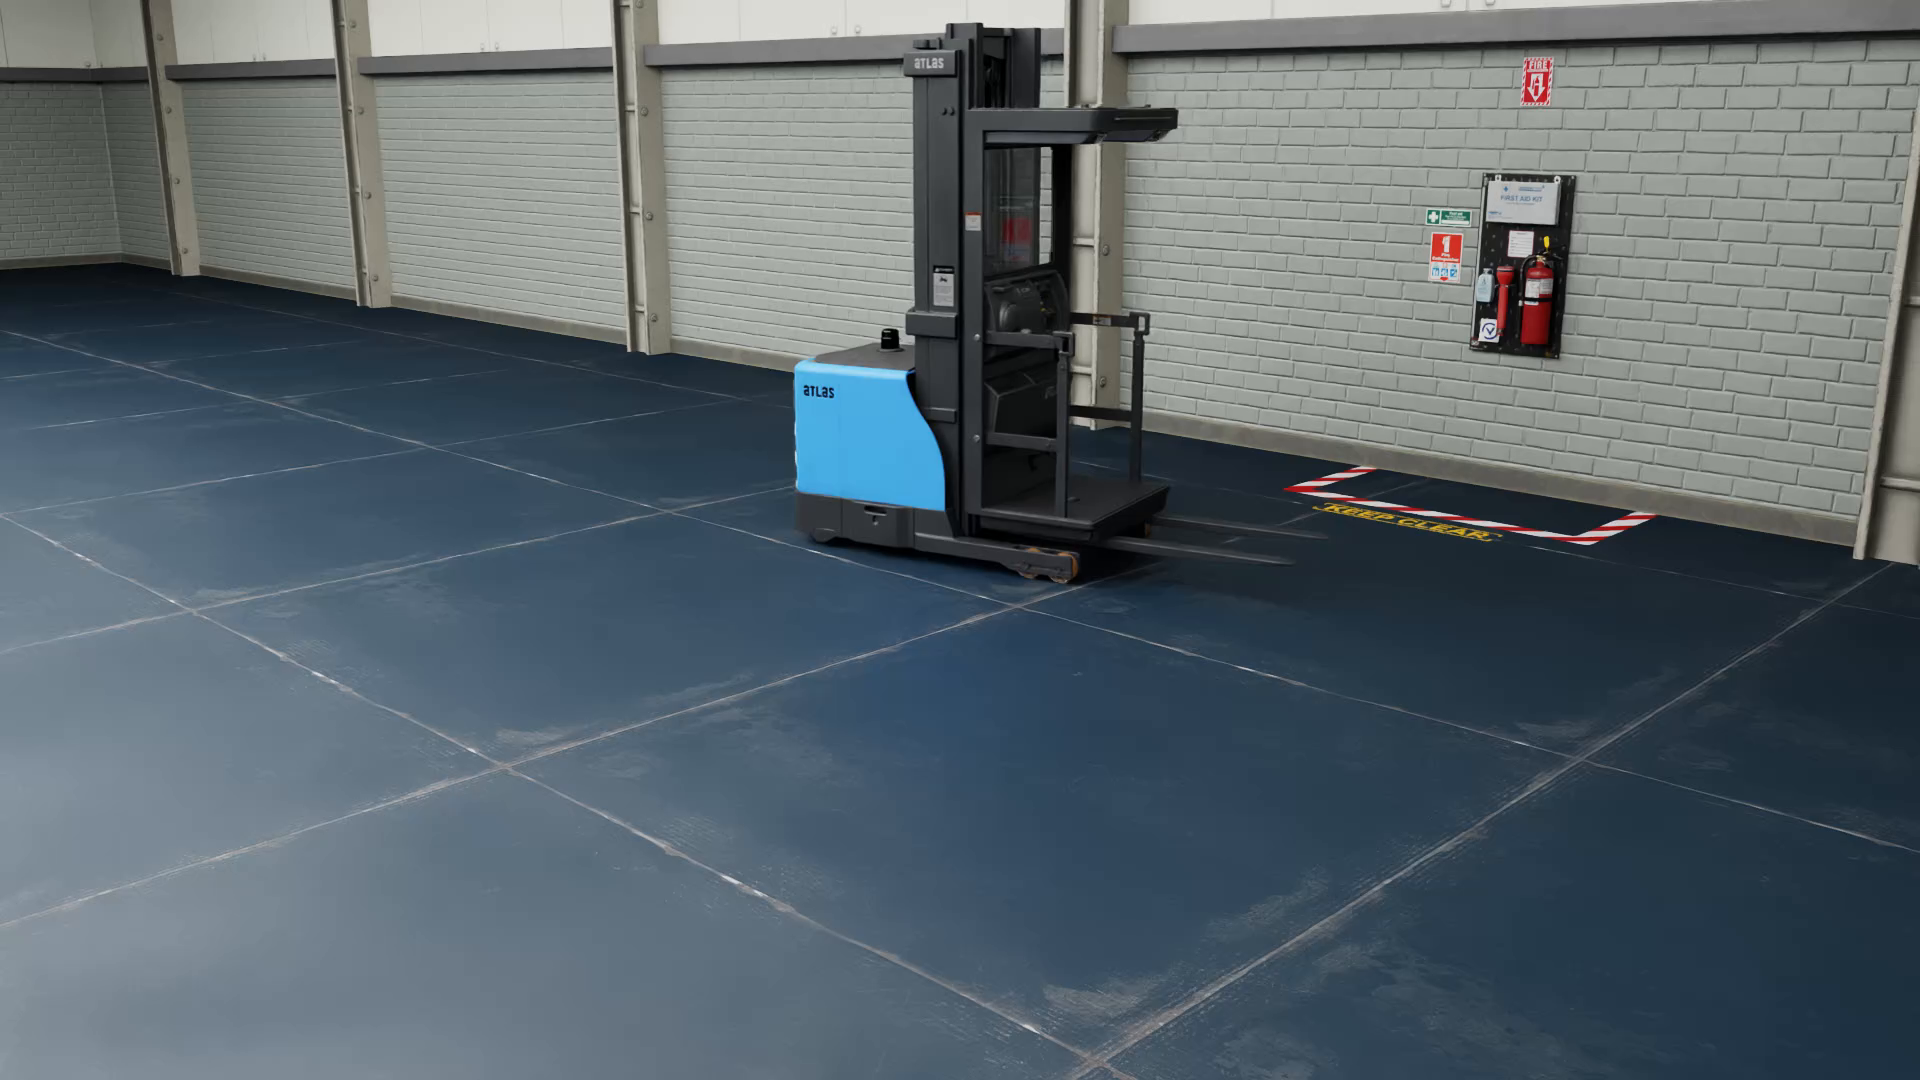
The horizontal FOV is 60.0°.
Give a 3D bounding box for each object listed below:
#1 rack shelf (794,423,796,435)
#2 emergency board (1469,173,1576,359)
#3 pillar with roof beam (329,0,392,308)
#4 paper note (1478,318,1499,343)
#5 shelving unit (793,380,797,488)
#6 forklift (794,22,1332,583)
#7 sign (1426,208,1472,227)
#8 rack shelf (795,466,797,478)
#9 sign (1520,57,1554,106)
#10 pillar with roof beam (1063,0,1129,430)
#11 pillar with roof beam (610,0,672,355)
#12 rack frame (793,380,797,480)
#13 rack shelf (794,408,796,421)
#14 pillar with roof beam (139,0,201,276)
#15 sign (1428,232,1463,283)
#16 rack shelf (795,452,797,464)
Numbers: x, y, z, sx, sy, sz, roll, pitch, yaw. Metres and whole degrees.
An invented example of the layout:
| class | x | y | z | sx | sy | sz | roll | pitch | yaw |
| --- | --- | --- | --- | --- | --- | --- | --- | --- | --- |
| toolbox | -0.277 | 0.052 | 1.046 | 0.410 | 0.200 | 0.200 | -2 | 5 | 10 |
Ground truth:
| class | x | y | z | sx | sy | sz | roll | pitch | yaw |
| --- | --- | --- | --- | --- | --- | --- | --- | --- | --- |
| rack shelf | -0.864 | -0.694 | 10.227 | 0.200 | 0.077 | 0.258 | 8 | 17 | 28 |
| emergency board | 3.613 | -1.780 | 10.815 | 0.643 | 1.169 | 0.194 | 14 | 20 | 42 |
| pillar with roof beam | -10.580 | -6.612 | 17.463 | 0.400 | 9.000 | 9.100 | 14 | 20 | 42 |
| paper note | 3.533 | -1.397 | 11.093 | 0.142 | 0.148 | 0.016 | 14 | 20 | 42 |
| shelving unit | -0.864 | -0.552 | 10.264 | 0.210 | 0.900 | 0.258 | 8 | 17 | 28 |
| forklift | 0.559 | -1.336 | 9.246 | 3.031 | 2.935 | 1.130 | 8 | 17 | 28 |
| sign | 3.284 | -2.167 | 11.177 | 0.331 | 0.109 | 0.001 | 14 | 20 | 42 |
| rack shelf | -0.864 | -0.432 | 10.296 | 0.200 | 0.077 | 0.258 | 8 | 17 | 28 |
| sign | 3.676 | -2.921 | 10.597 | 0.199 | 0.298 | 0.001 | 14 | 20 | 42 |
| pillar with roof beam | -1.942 | -4.512 | 9.403 | 0.400 | 9.000 | 9.100 | 14 | 20 | 42 |
| pillar with roof beam | -6.261 | -5.562 | 13.433 | 0.400 | 9.000 | 9.100 | 14 | 20 | 42 |
| rack frame | -0.952 | -0.564 | 10.313 | 0.006 | 0.900 | 0.240 | 8 | 17 | 28 |
| rack shelf | -0.864 | -0.781 | 10.205 | 0.200 | 0.077 | 0.258 | 8 | 17 | 28 |
| pillar with roof beam | -14.900 | -7.663 | 21.493 | 0.400 | 9.000 | 9.100 | 14 | 20 | 42 |
| sign | 3.287 | -1.913 | 11.253 | 0.234 | 0.329 | 0.001 | 14 | 20 | 42 |
| rack shelf | -0.864 | -0.519 | 10.273 | 0.200 | 0.077 | 0.258 | 8 | 17 | 28 |
